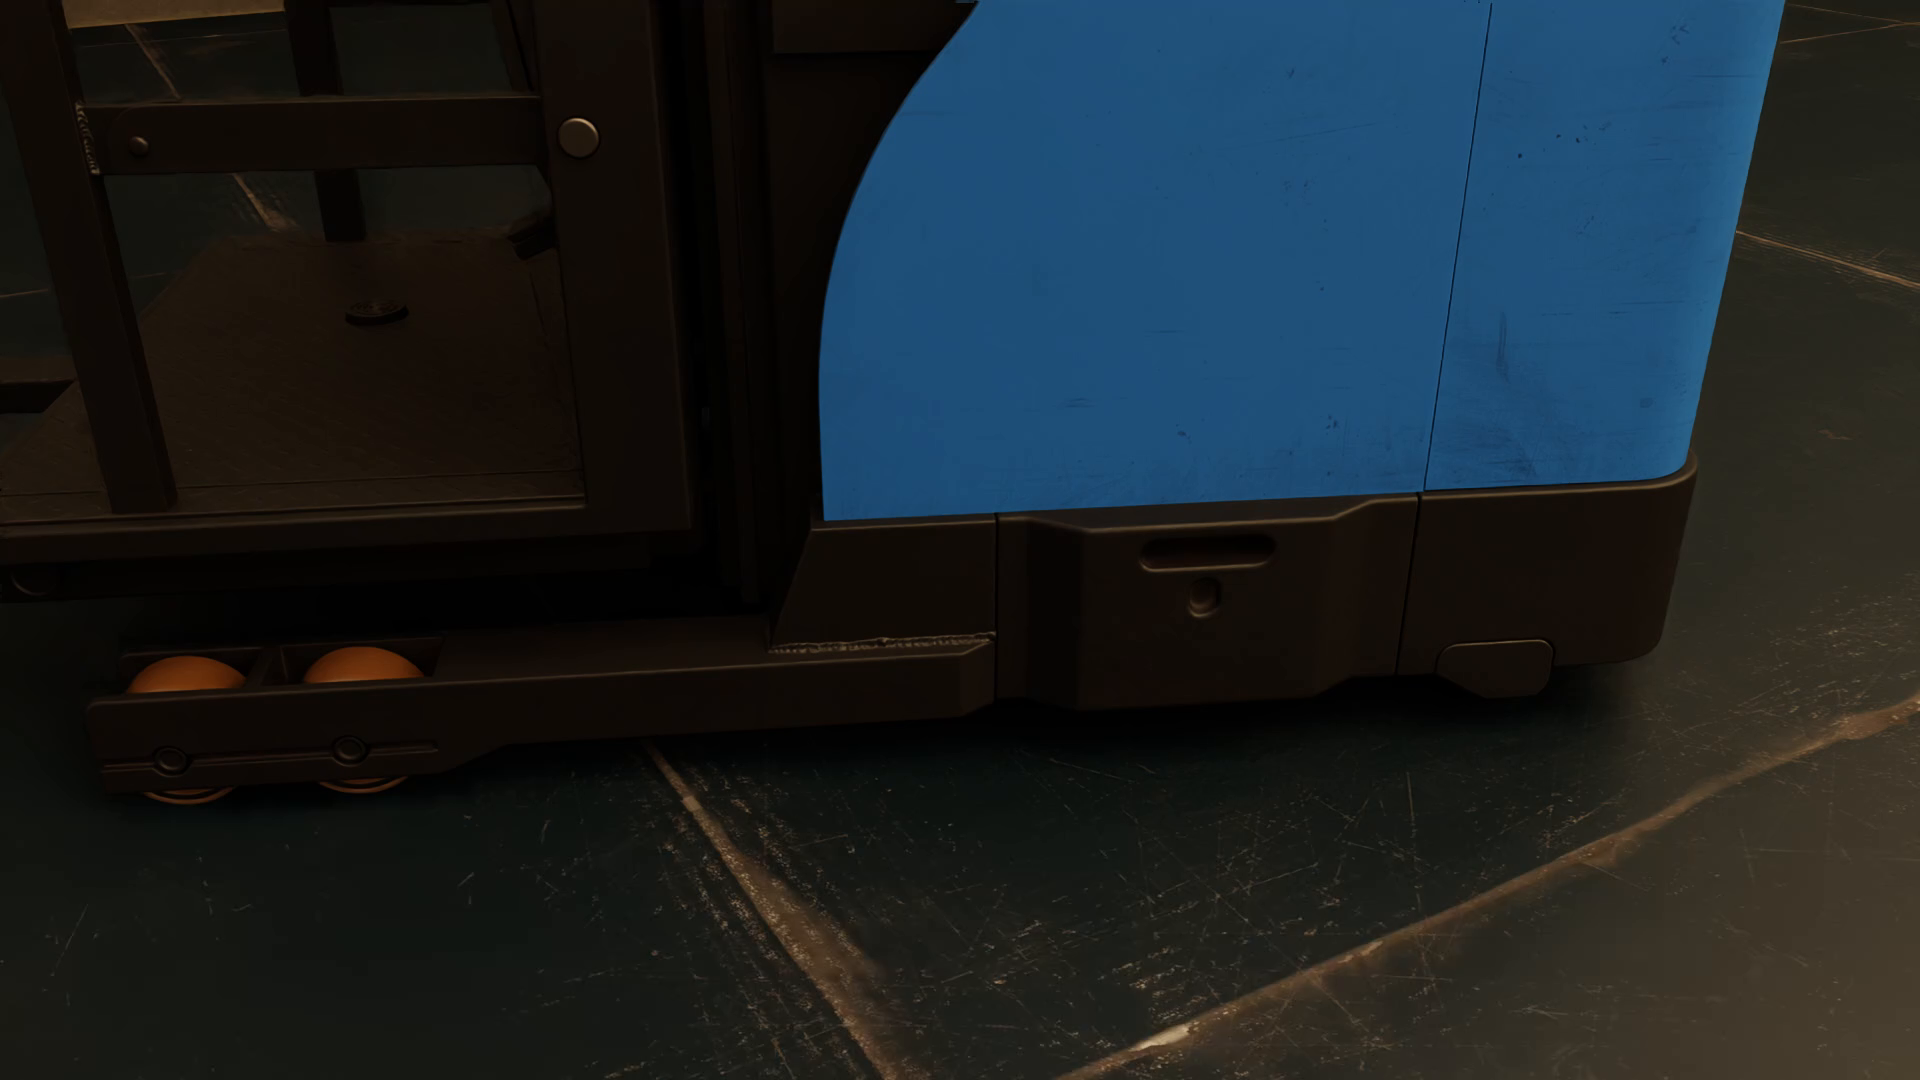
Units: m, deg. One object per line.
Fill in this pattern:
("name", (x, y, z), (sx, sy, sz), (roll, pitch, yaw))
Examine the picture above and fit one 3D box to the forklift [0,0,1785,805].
("forklift", (-0.659, -1.257, 1.738), (3.031, 2.935, 1.130), (-3, 27, -6))
